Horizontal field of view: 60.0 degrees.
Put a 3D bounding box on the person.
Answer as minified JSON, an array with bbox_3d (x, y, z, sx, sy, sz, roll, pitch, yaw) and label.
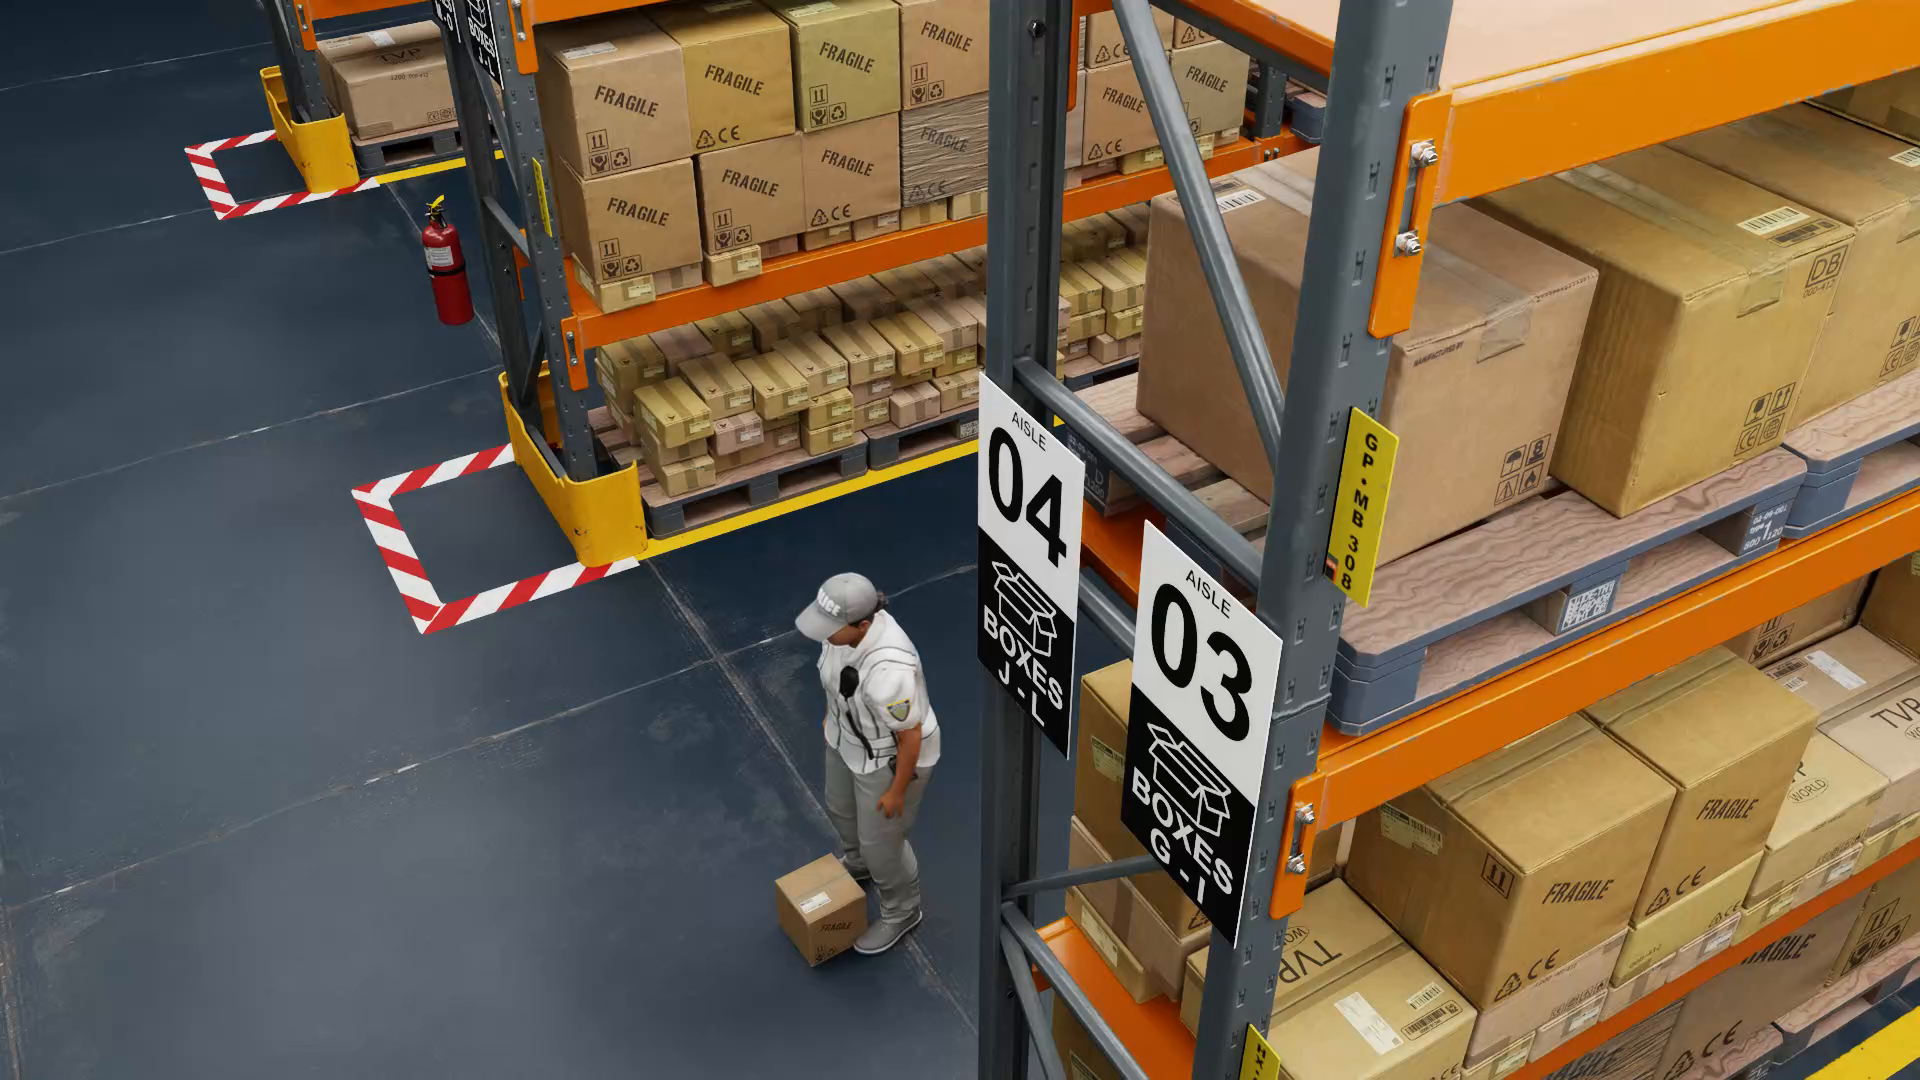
[{"bbox_3d":[-0.335,0.756,5.918,0.471,1.666,0.543,-20,41,-24],"label":"person"}]
